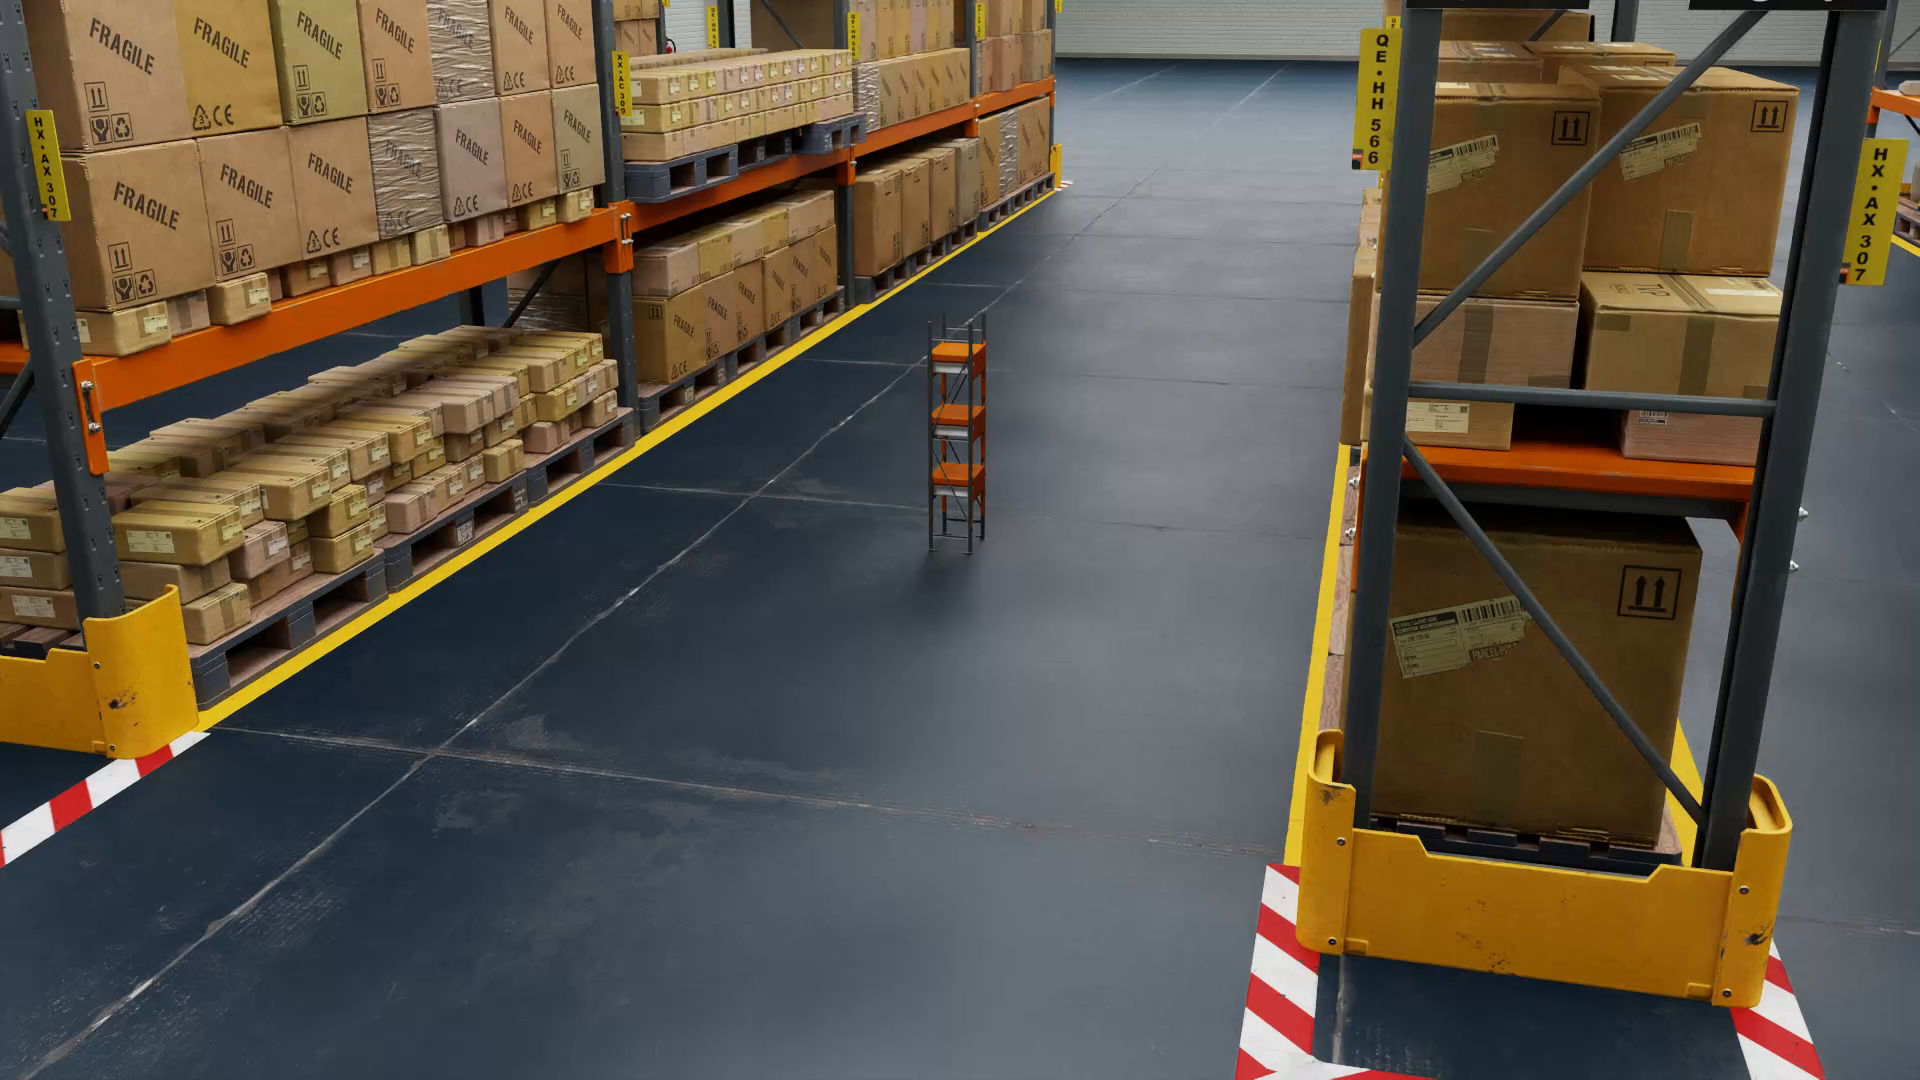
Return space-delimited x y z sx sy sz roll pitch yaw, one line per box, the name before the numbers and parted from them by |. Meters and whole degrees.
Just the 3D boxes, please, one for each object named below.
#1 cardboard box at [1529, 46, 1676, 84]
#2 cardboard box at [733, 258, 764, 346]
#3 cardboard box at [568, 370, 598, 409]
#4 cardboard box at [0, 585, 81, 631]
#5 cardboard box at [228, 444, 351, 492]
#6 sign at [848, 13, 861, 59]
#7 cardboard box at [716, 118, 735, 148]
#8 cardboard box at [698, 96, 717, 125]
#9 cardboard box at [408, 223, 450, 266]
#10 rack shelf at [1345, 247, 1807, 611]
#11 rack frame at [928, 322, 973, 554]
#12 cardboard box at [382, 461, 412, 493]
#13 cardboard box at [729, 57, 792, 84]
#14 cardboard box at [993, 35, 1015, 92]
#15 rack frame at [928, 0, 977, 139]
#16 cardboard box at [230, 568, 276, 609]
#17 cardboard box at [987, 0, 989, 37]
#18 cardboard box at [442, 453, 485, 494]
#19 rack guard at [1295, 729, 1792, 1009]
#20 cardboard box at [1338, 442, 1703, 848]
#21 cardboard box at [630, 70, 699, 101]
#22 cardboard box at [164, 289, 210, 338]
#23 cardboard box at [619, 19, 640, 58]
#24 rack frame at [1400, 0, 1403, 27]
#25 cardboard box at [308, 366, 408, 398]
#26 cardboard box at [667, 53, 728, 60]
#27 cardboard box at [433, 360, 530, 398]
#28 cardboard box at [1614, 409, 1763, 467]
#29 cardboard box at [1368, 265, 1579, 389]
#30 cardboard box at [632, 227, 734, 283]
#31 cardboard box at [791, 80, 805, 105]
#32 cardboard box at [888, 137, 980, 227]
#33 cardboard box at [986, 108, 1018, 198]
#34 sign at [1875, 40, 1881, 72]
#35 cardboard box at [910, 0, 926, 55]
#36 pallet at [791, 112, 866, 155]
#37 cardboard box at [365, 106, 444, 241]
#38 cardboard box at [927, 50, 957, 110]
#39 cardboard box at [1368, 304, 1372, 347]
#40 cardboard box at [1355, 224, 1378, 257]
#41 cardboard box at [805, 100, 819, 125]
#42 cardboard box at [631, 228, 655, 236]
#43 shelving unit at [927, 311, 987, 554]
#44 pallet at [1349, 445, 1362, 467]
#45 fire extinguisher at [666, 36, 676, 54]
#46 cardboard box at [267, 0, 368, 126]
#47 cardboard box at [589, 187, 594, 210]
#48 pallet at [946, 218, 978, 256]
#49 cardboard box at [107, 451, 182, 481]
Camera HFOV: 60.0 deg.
cardboard box | 2.511 -1.691 6.610 0.500 0.500 0.500 5 19 14
cardboard box | -1.614 -1.570 10.860 0.500 0.500 0.500 5 19 14
cardboard box | -2.117 -0.793 8.668 0.380 0.149 0.250 4 19 11
cardboard box | -3.345 0.211 6.191 0.380 0.149 0.250 5 19 14
cardboard box | -2.697 -0.276 6.695 0.380 0.149 0.250 4 19 11
sign | -0.788 -3.736 12.317 0.100 0.325 0.005 5 19 13
cardboard box | -1.563 -2.423 9.879 0.380 0.149 0.250 5 19 14
cardboard box | -1.628 -2.482 9.592 0.380 0.149 0.250 5 20 15
cardboard box | -2.449 -1.289 7.210 0.380 0.149 0.250 5 19 14
rack shelf | 2.002 -0.621 5.979 1.077 0.370 4.000 5 19 13
rack frame | -0.043 -0.442 7.357 0.200 1.050 0.008 5 19 13
cardboard box | -2.632 -0.308 7.250 0.380 0.149 0.250 6 20 16
cardboard box | -1.310 -3.032 10.743 0.380 0.149 0.250 6 20 16
cardboard box | 0.097 -5.041 17.574 0.875 0.550 0.550 5 19 13
rack frame | -0.340 -4.519 16.278 1.000 3.000 0.127 5 19 13
cardboard box | -2.849 0.165 6.325 0.380 0.149 0.250 5 19 13
cardboard box | -0.195 -5.396 16.942 0.875 0.550 0.550 5 19 13
cardboard box | -2.441 -0.311 7.718 0.380 0.149 0.250 5 19 14
rack guard | 1.507 0.856 4.409 1.175 0.500 0.348 5 19 13
cardboard box | 1.592 0.265 4.908 0.875 0.875 0.875 5 19 13
cardboard box | -1.690 -2.548 9.326 0.380 0.149 0.250 5 20 15
cardboard box | -2.853 -0.798 5.772 0.380 0.149 0.250 5 20 15
cardboard box | -4.179 -5.972 19.916 0.500 0.500 0.500 5 19 14
rack frame | 3.468 -2.842 11.368 1.000 3.000 0.127 5 19 13
cardboard box | -2.901 -0.730 8.024 0.380 0.149 0.250 5 20 15
cardboard box | -1.810 -3.254 11.391 0.380 0.149 0.250 4 19 11
cardboard box | -2.346 -0.774 8.154 0.380 0.149 0.250 5 20 15
cardboard box | 1.920 -0.301 4.317 0.380 0.149 0.250 5 19 14
cardboard box | 1.374 -0.577 4.509 0.500 0.250 0.500 4 19 13
cardboard box | -1.730 -1.760 10.258 0.500 0.250 0.500 5 20 15
cardboard box | -1.246 -2.973 11.029 0.380 0.149 0.250 5 19 13
cardboard box | -0.404 -3.452 15.984 1.050 0.750 0.750 5 19 13
cardboard box | 0.098 -4.187 17.943 0.875 0.875 0.875 5 19 14
sign | 9.693 -5.134 17.651 0.100 0.325 0.005 5 19 13
cardboard box | -0.703 -4.564 14.707 0.700 0.500 0.500 5 19 14
pallet | -1.388 -2.943 11.960 1.213 0.211 1.003 5 19 13
cardboard box | -2.537 -1.548 6.963 0.500 0.500 0.500 4 19 12
cardboard box | -0.331 -4.224 15.258 0.500 0.500 0.500 4 19 13
cardboard box | 1.529 -0.674 5.408 0.380 0.149 0.250 4 19 12
cardboard box | 2.845 -1.264 9.385 1.225 0.875 0.875 4 19 11
cardboard box | -1.181 -2.918 11.330 0.380 0.149 0.250 4 19 13
cardboard box | -2.219 -1.796 10.363 0.500 0.250 0.500 6 20 16
shelving unit | -0.013 -0.480 7.469 0.215 1.050 0.252 5 19 13
pallet | 2.606 -0.517 8.874 1.003 0.211 1.213 5 19 13
fire extinguisher | -3.712 -6.095 21.012 0.296 0.674 0.183 5 19 13
cardboard box | -2.639 -1.859 6.328 0.500 0.500 0.500 4 19 12
cardboard box | -2.137 -1.785 8.662 0.380 0.149 0.250 4 19 13
pallet | -0.455 -2.952 16.004 1.003 0.211 1.213 5 19 13
cardboard box | -3.331 -0.241 6.592 0.380 0.149 0.250 4 19 12
